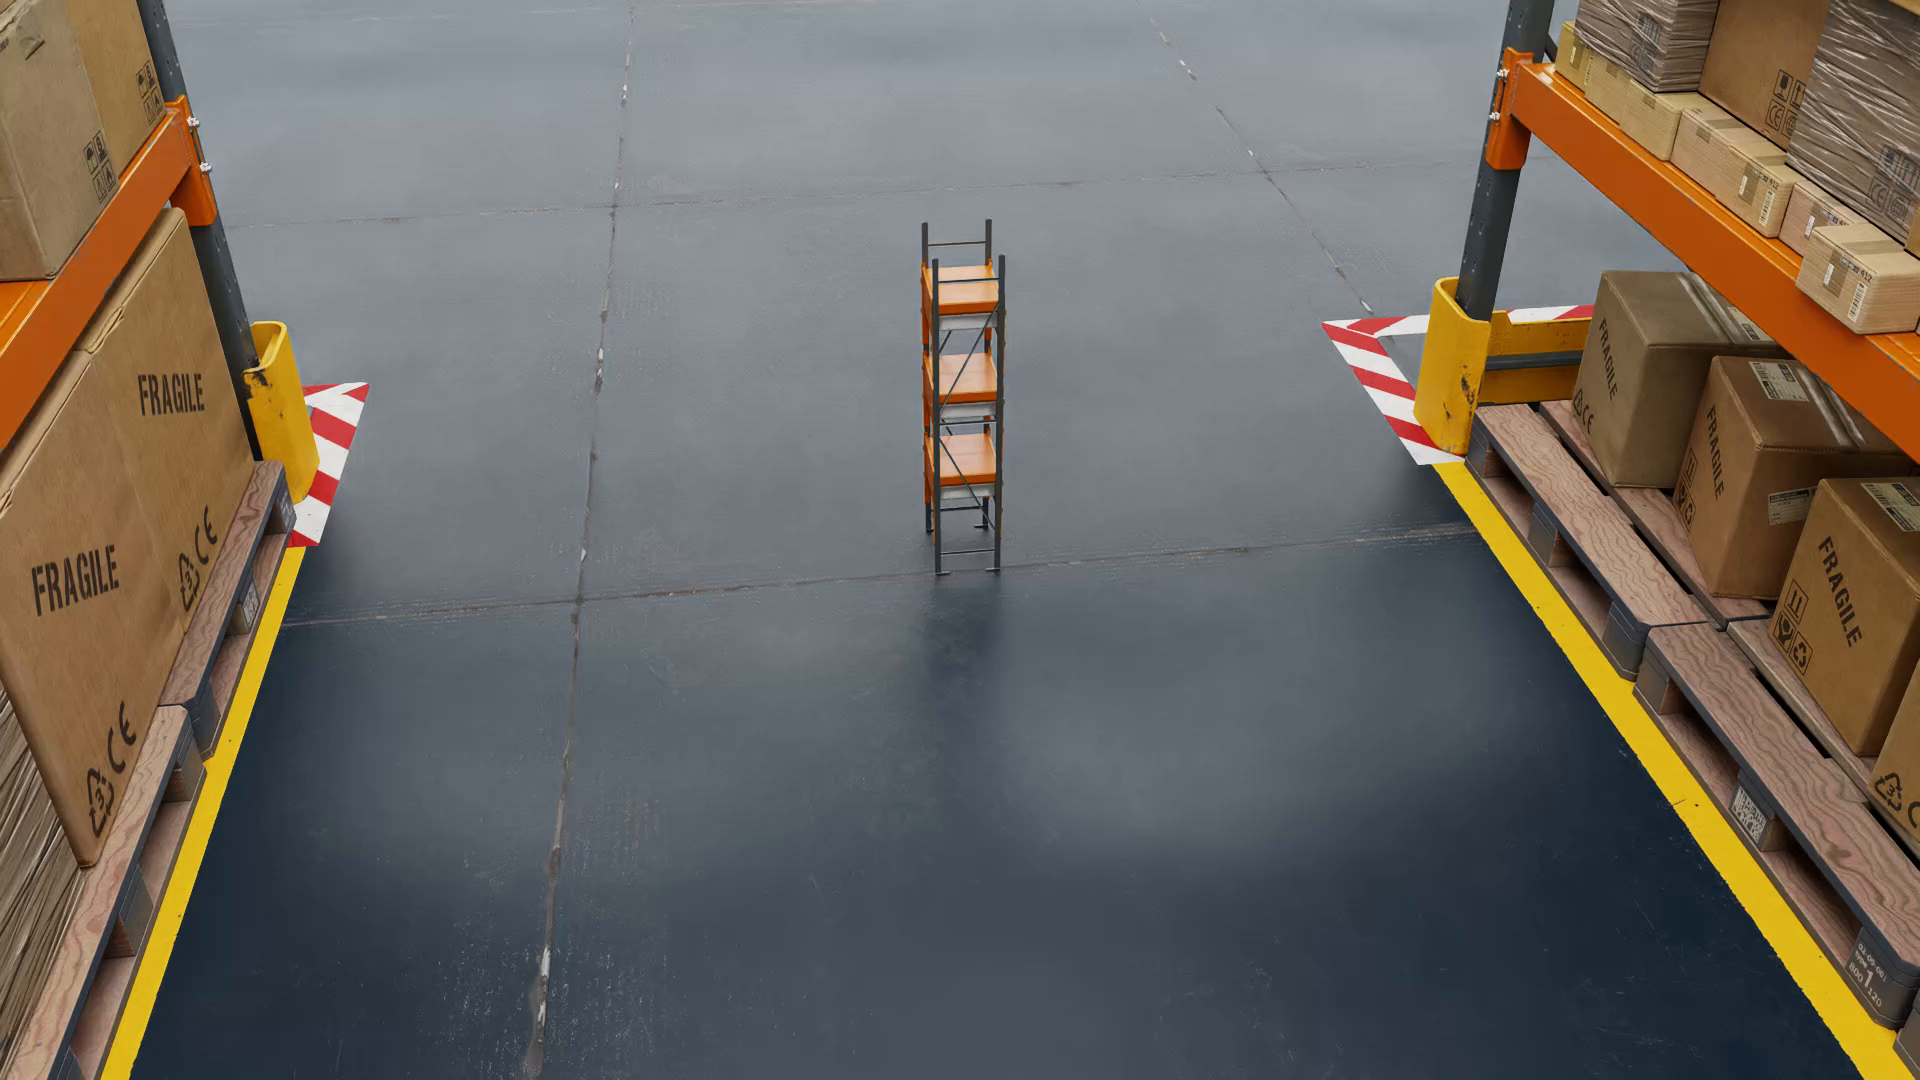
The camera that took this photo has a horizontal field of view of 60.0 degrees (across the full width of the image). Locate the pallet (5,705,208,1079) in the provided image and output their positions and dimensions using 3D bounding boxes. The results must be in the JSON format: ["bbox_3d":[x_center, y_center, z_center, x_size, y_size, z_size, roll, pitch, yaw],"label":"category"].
[{"bbox_3d":[-2.389,0.883,3.767,1.003,0.211,1.213,-4,35,-6],"label":"pallet"}]

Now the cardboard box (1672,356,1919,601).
[{"bbox_3d":[2.376,-0.168,4.680,0.500,0.500,0.500,4,35,6],"label":"cardboard box"}]

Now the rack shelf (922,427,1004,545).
[{"bbox_3d":[0.007,-0.166,5.073,0.215,0.259,0.240,-4,35,-6],"label":"rack shelf"}]

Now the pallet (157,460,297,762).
[{"bbox_3d":[-2.550,0.204,4.764,1.003,0.211,1.213,-4,35,-6],"label":"pallet"}]

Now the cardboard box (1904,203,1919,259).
[{"bbox_3d":[2.507,-0.731,3.307,0.875,0.500,0.500,-4,35,-6],"label":"cardboard box"}]

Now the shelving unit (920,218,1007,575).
[{"bbox_3d":[0.007,-0.404,4.911,0.215,1.050,0.252,-4,35,-6],"label":"shelving unit"}]

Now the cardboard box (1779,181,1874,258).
[{"bbox_3d":[2.171,-0.730,3.881,0.380,0.149,0.250,-4,35,-6],"label":"cardboard box"}]

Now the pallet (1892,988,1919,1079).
[{"bbox_3d":[2.607,1.304,3.149,1.003,0.211,1.213,-4,35,-6],"label":"pallet"}]

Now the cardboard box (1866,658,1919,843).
[{"bbox_3d":[2.472,0.498,3.703,0.500,0.500,0.500,-7,35,-11],"label":"cardboard box"}]

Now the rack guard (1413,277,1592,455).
[{"bbox_3d":[2.204,-0.633,5.735,1.175,0.500,0.348,-4,35,-6],"label":"rack guard"}]

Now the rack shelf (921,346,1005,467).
[{"bbox_3d":[0.007,-0.395,4.916,0.215,0.259,0.240,-4,35,-6],"label":"rack shelf"}]

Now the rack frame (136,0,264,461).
[{"bbox_3d":[-2.735,-1.389,4.624,1.000,3.000,0.127,-4,35,-6],"label":"rack frame"}]

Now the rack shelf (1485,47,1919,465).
[{"bbox_3d":[2.463,-0.295,3.658,1.077,0.370,4.000,-4,35,-6],"label":"rack shelf"}]

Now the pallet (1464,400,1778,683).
[{"bbox_3d":[2.278,-0.057,5.147,1.003,0.211,1.213,-4,35,-6],"label":"pallet"}]

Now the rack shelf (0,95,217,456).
[{"bbox_3d":[-2.466,0.024,3.189,1.077,0.370,4.000,-4,35,-6],"label":"rack shelf"}]

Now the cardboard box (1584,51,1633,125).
[{"bbox_3d":[2.011,-1.286,4.697,0.380,0.149,0.250,-4,35,-6],"label":"cardboard box"}]

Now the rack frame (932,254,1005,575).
[{"bbox_3d":[0.024,-0.336,4.811,0.200,1.050,0.008,-4,35,-6],"label":"rack frame"}]

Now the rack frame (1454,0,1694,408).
[{"bbox_3d":[2.194,-1.708,5.093,1.000,3.000,0.127,-4,35,-6],"label":"rack frame"}]

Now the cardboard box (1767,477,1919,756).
[{"bbox_3d":[2.441,0.183,4.165,0.500,0.500,0.500,-1,34,-2],"label":"cardboard box"}]

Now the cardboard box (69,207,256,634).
[{"bbox_3d":[-2.578,-0.311,4.557,0.875,0.875,0.875,-4,34,-6],"label":"cardboard box"}]

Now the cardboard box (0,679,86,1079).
[{"bbox_3d":[-2.337,0.689,3.090,0.875,0.875,0.875,-4,34,-6],"label":"cardboard box"}]

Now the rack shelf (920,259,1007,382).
[{"bbox_3d":[0.007,-0.630,4.757,0.215,0.259,0.240,-4,35,-6],"label":"rack shelf"}]

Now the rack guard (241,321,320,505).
[{"bbox_3d":[-2.738,-0.369,5.348,1.175,0.500,0.348,-4,35,-6],"label":"rack guard"}]

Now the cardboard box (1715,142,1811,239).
[{"bbox_3d":[2.110,-0.868,4.083,0.380,0.149,0.250,-4,35,-6],"label":"cardboard box"}]

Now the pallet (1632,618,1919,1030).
[{"bbox_3d":[2.439,0.622,4.150,1.003,0.211,1.213,-4,35,-6],"label":"pallet"}]

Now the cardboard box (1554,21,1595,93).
[{"bbox_3d":[1.996,-1.427,4.904,0.380,0.149,0.250,-4,35,-6],"label":"cardboard box"}]

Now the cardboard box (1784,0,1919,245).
[{"bbox_3d":[2.451,-1.011,3.717,0.875,0.500,0.500,-4,35,-6],"label":"cardboard box"}]

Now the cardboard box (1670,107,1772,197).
[{"bbox_3d":[2.084,-1.008,4.288,0.380,0.149,0.250,-4,35,-6],"label":"cardboard box"}]

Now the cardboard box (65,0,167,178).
[{"bbox_3d":[-2.640,-1.247,4.283,0.875,0.550,0.550,-4,35,-6],"label":"cardboard box"}]

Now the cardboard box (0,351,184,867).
[{"bbox_3d":[-2.458,0.180,3.836,0.875,0.875,0.875,-5,35,-7],"label":"cardboard box"}]

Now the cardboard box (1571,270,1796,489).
[{"bbox_3d":[2.261,-0.499,5.165,0.500,0.500,0.500,2,34,2],"label":"cardboard box"}]

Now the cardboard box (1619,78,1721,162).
[{"bbox_3d":[2.029,-1.146,4.491,0.380,0.149,0.250,-4,35,-6],"label":"cardboard box"}]

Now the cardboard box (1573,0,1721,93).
[{"bbox_3d":[2.241,-1.563,4.528,0.875,0.500,0.500,-4,35,-6],"label":"cardboard box"}]

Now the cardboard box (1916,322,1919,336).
[{"bbox_3d":[2.267,-0.453,3.475,0.380,0.149,0.250,-4,35,-6],"label":"cardboard box"}]

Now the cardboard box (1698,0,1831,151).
[{"bbox_3d":[2.427,-1.293,4.132,0.875,0.500,0.500,-4,35,-6],"label":"cardboard box"}]

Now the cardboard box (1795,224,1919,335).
[{"bbox_3d":[2.102,-0.583,3.665,0.380,0.149,0.250,-4,35,-6],"label":"cardboard box"}]

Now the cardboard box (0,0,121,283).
[{"bbox_3d":[-2.544,-0.942,3.835,0.875,0.550,0.550,-4,35,-6],"label":"cardboard box"}]

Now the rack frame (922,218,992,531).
[{"bbox_3d":[-0.009,-0.472,5.010,0.200,1.050,0.008,-4,35,-6],"label":"rack frame"}]
